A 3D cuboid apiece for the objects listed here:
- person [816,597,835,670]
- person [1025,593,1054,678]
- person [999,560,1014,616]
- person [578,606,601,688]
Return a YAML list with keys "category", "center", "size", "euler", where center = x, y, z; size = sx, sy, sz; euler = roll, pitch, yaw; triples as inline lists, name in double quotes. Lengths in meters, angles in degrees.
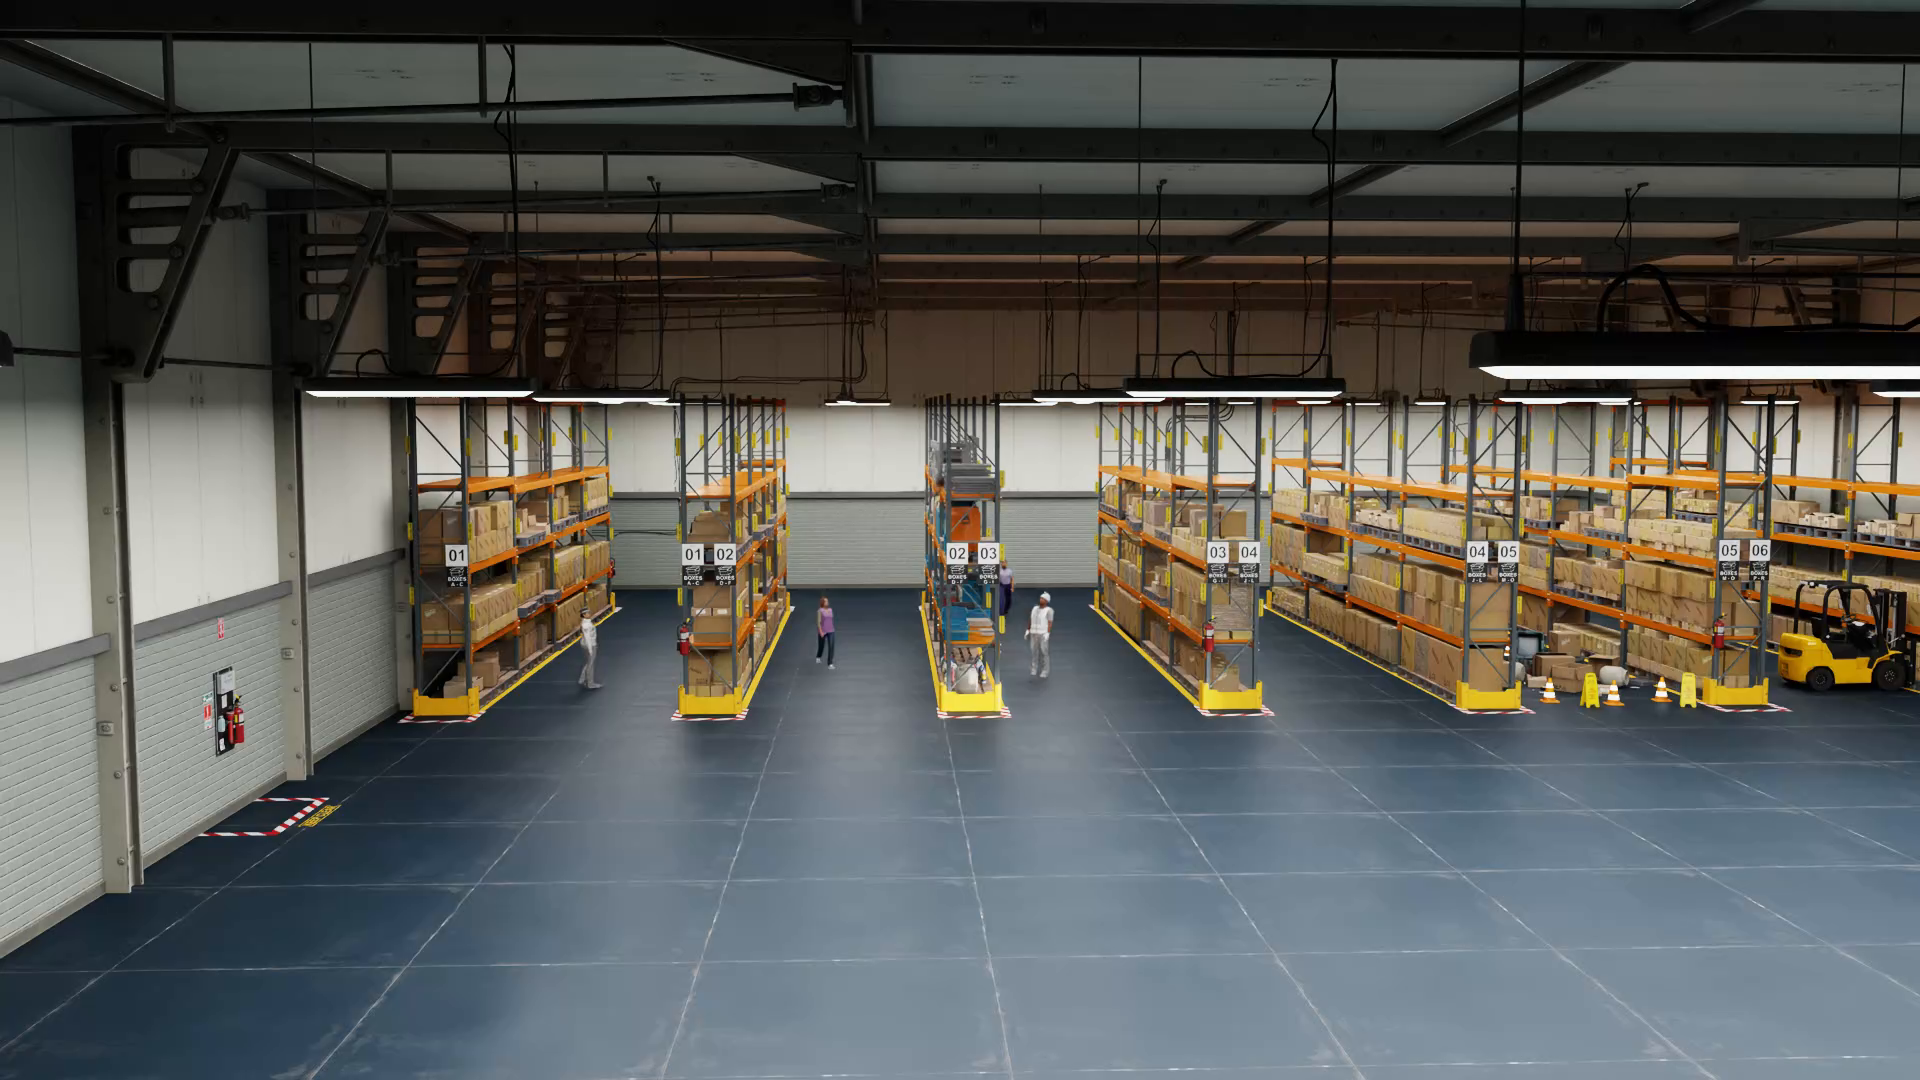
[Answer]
- category: "person"
  center: [-2.965, 2.037, 36.597]
  size: [0.401, 1.550, 0.782]
  euler: [-1, 5, -15]
- category: "person"
  center: [1.690, 2.032, 35.517]
  size: [0.627, 1.784, 0.461]
  euler: [2, 5, 27]
- category: "person"
  center: [1.219, 1.332, 45.496]
  size: [0.491, 1.584, 0.917]
  euler: [-1, 5, -8]
- category: "person"
  center: [-7.585, 2.186, 34.043]
  size: [0.450, 1.688, 0.495]
  euler: [-3, 5, -32]
